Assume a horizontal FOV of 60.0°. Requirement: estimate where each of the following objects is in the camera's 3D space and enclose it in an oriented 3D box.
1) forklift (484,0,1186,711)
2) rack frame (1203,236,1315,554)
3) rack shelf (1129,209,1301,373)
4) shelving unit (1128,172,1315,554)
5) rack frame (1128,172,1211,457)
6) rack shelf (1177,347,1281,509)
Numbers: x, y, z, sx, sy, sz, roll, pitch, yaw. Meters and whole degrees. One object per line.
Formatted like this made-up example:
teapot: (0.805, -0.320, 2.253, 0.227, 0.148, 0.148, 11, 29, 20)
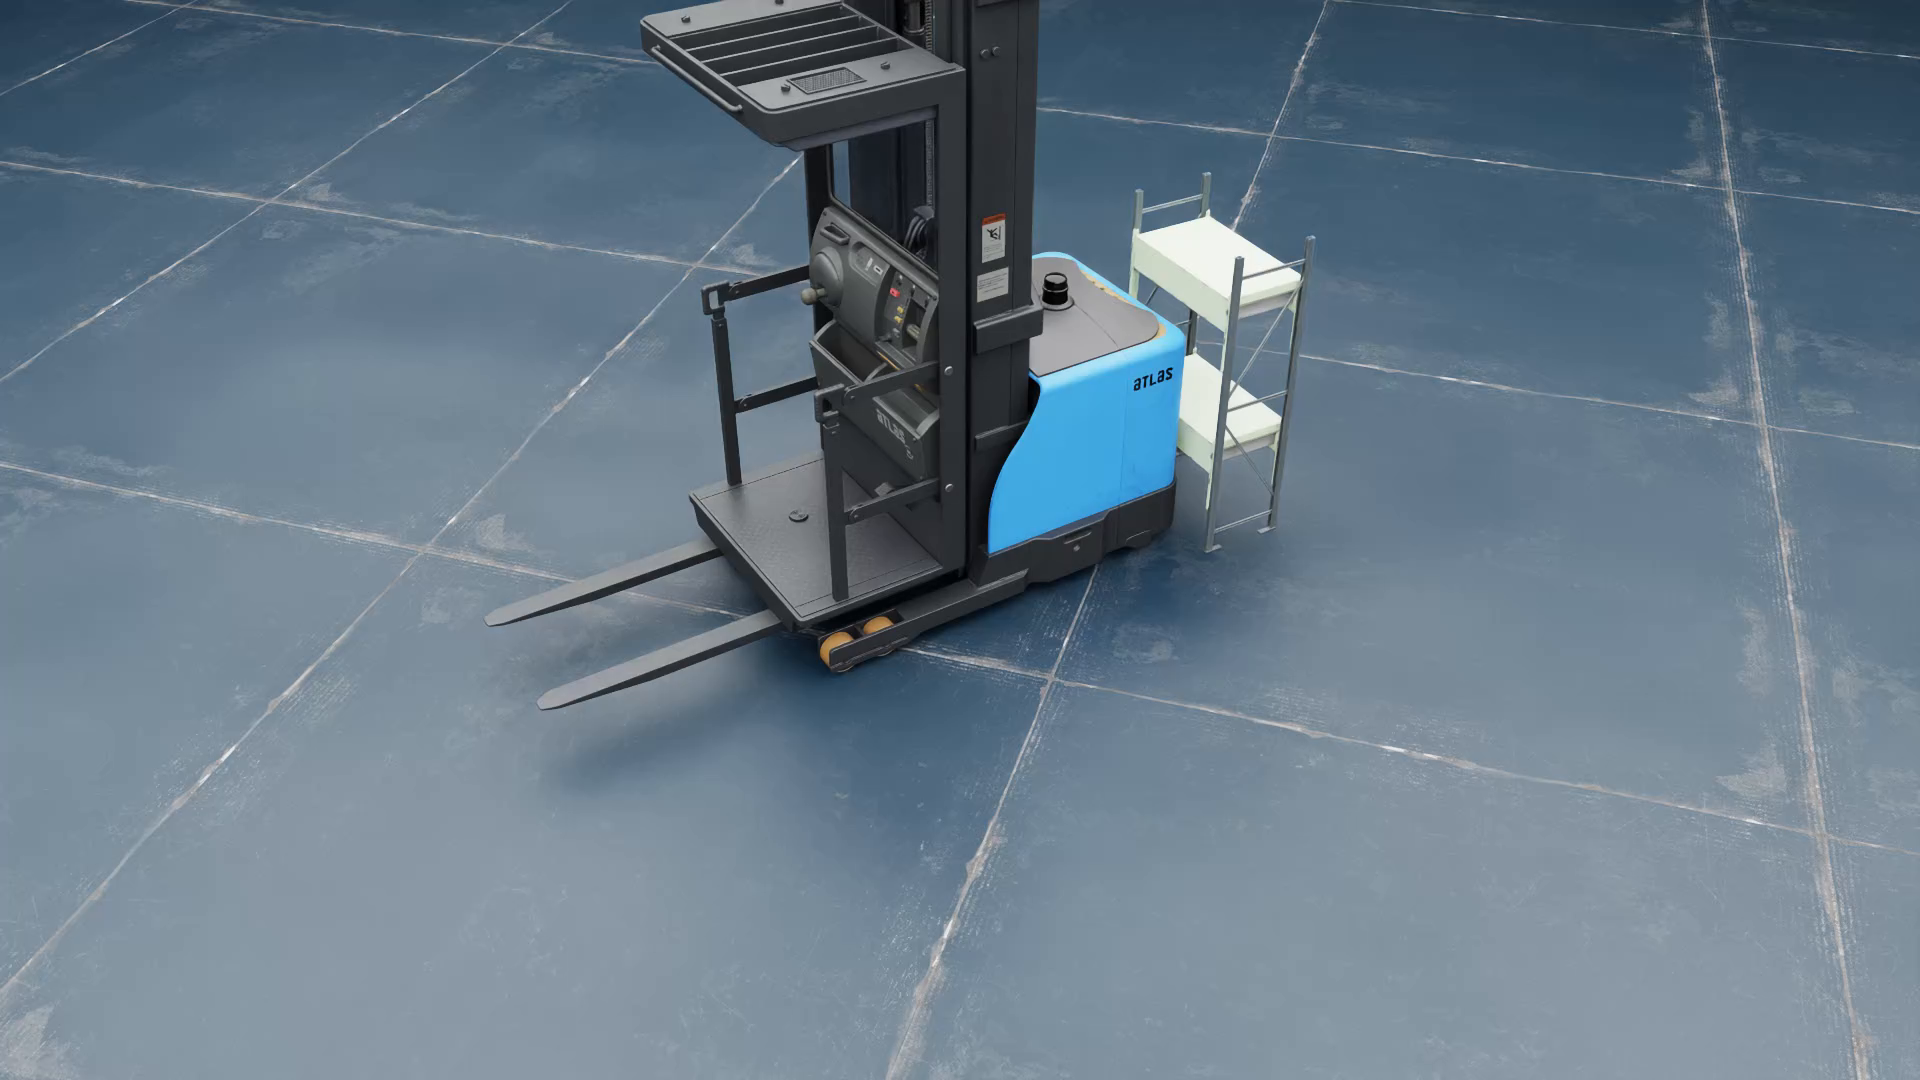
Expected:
forklift: (-0.529, -0.984, 6.614, 3.031, 2.935, 1.130, -20, 41, -25)
rack frame: (1.303, -0.604, 7.306, 0.400, 1.500, 0.023, -18, 40, -23)
rack shelf: (1.125, -1.108, 7.332, 0.431, 0.370, 0.720, -18, 40, -23)
shelving unit: (1.125, -0.794, 7.563, 0.431, 1.500, 0.755, -18, 40, -23)
rack frame: (0.946, -0.983, 7.821, 0.400, 1.500, 0.023, -18, 40, -23)
rack shelf: (1.125, -0.531, 7.757, 0.431, 0.370, 0.720, -18, 40, -23)
